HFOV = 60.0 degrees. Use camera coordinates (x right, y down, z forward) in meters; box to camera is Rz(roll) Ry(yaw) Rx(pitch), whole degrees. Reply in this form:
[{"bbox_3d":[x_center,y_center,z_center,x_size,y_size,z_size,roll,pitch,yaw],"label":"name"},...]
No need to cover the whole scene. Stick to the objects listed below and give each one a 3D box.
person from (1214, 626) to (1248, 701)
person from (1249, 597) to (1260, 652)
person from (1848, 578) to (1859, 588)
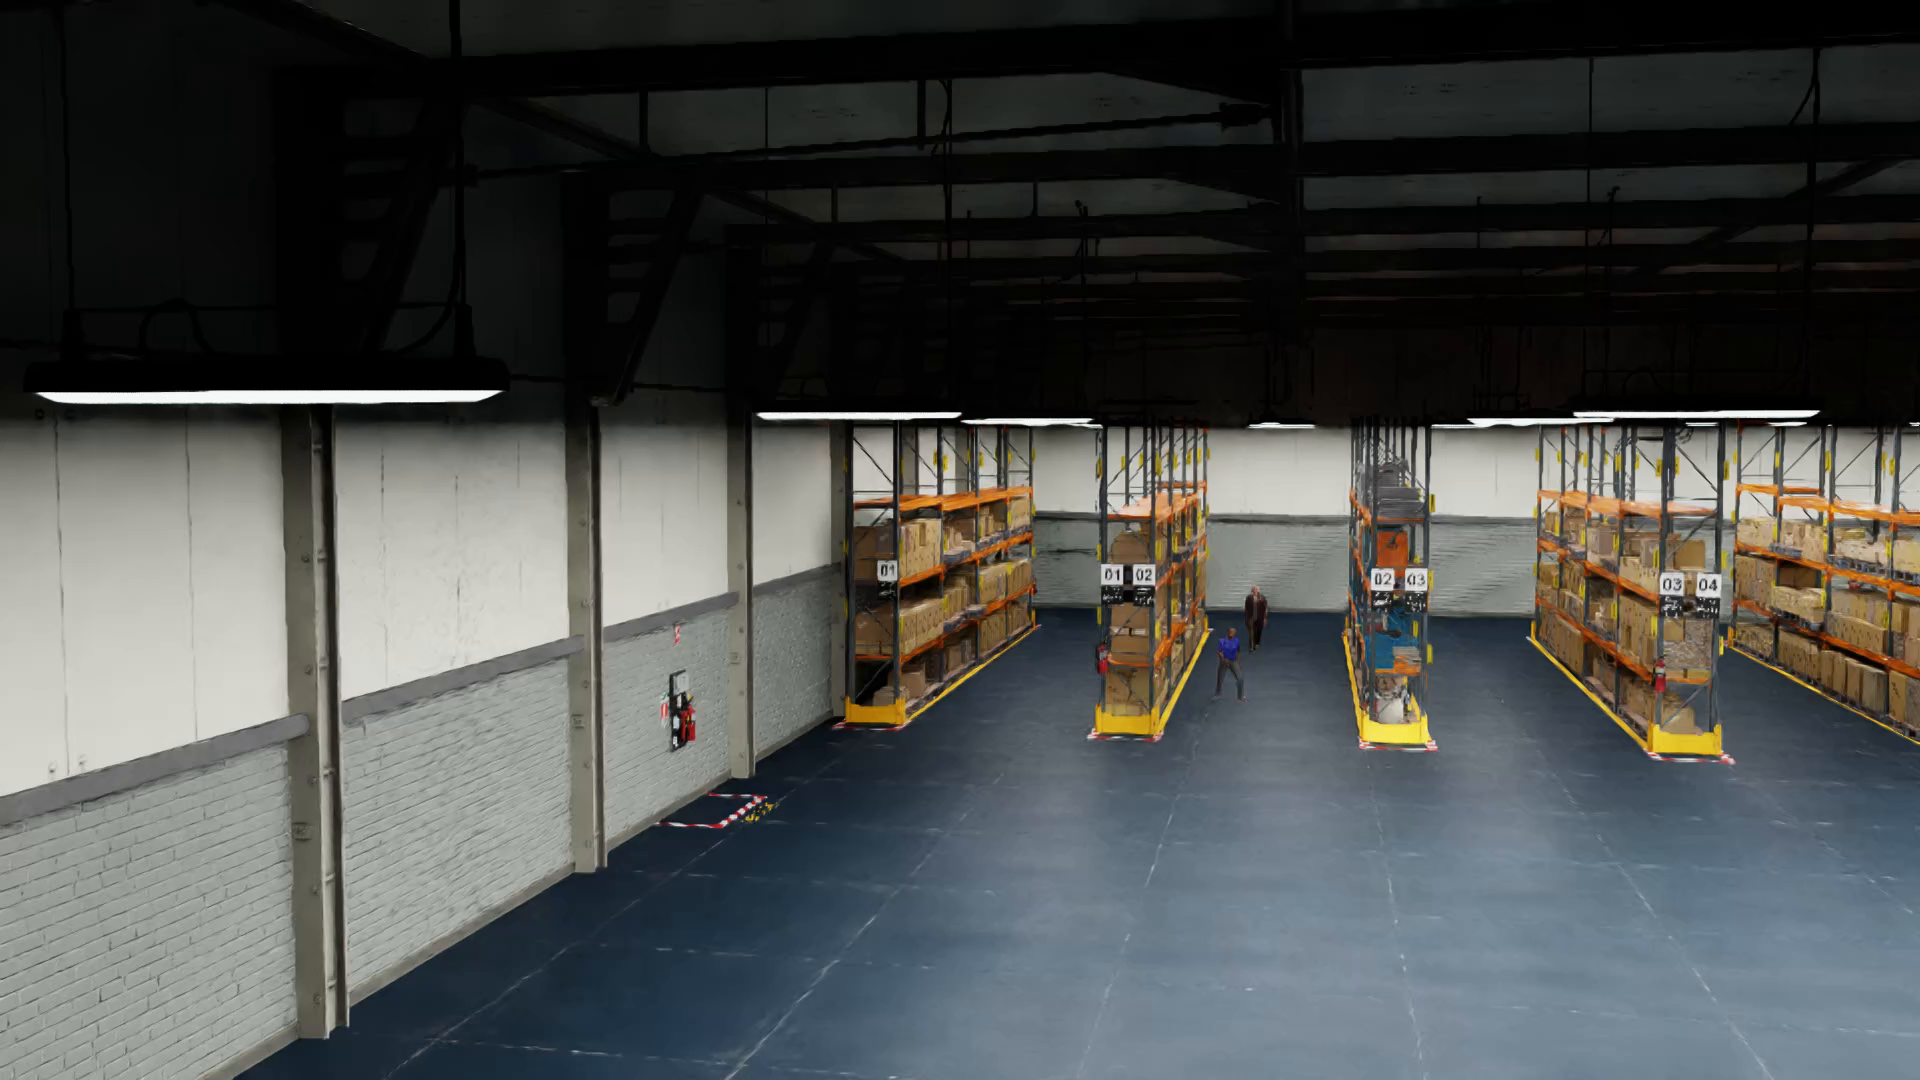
[{"bbox_3d":[5.693,2.594,35.047,0.626,1.579,0.809,0,4,-6],"label":"person"},{"bbox_3d":[7.633,2.129,42.834,0.536,1.477,1.111,1,4,11],"label":"person"},{"bbox_3d":[24.264,1.868,45.034,0.721,1.713,0.570,-1,4,-15],"label":"person"}]
